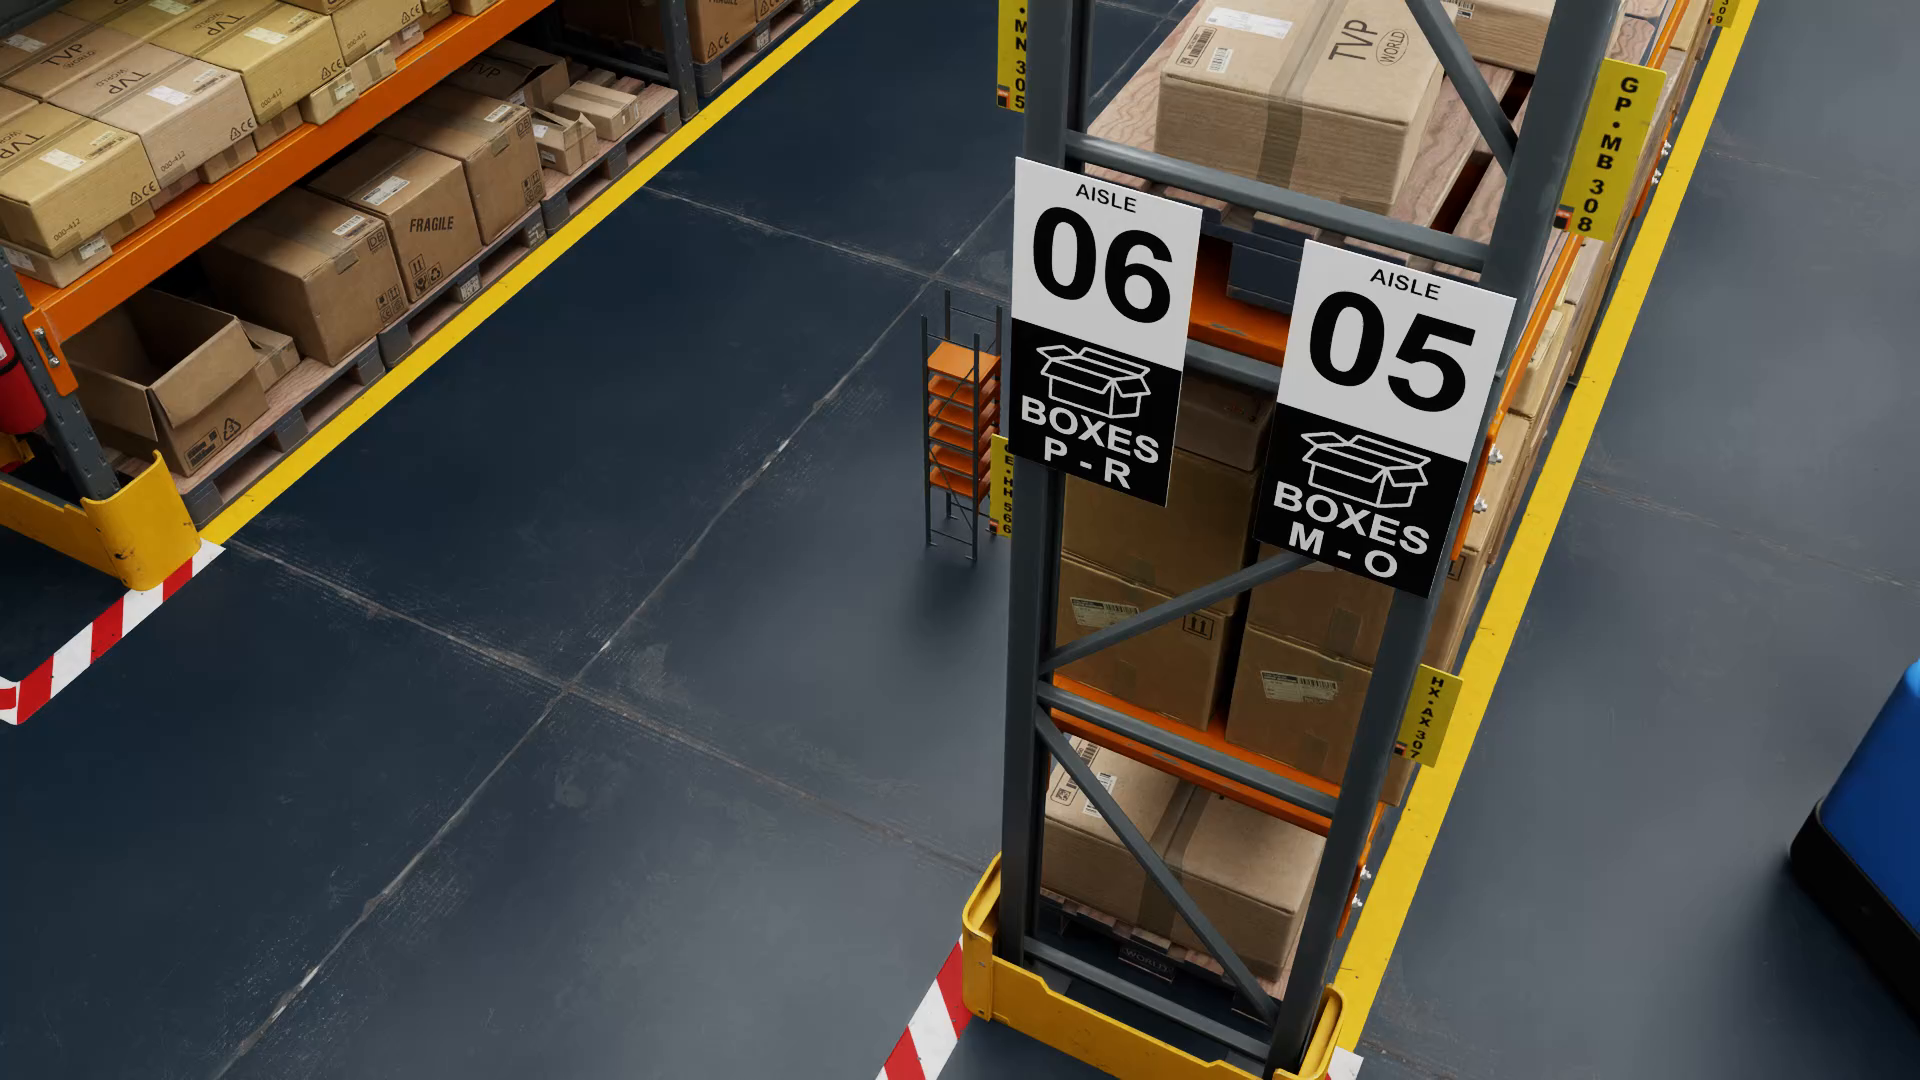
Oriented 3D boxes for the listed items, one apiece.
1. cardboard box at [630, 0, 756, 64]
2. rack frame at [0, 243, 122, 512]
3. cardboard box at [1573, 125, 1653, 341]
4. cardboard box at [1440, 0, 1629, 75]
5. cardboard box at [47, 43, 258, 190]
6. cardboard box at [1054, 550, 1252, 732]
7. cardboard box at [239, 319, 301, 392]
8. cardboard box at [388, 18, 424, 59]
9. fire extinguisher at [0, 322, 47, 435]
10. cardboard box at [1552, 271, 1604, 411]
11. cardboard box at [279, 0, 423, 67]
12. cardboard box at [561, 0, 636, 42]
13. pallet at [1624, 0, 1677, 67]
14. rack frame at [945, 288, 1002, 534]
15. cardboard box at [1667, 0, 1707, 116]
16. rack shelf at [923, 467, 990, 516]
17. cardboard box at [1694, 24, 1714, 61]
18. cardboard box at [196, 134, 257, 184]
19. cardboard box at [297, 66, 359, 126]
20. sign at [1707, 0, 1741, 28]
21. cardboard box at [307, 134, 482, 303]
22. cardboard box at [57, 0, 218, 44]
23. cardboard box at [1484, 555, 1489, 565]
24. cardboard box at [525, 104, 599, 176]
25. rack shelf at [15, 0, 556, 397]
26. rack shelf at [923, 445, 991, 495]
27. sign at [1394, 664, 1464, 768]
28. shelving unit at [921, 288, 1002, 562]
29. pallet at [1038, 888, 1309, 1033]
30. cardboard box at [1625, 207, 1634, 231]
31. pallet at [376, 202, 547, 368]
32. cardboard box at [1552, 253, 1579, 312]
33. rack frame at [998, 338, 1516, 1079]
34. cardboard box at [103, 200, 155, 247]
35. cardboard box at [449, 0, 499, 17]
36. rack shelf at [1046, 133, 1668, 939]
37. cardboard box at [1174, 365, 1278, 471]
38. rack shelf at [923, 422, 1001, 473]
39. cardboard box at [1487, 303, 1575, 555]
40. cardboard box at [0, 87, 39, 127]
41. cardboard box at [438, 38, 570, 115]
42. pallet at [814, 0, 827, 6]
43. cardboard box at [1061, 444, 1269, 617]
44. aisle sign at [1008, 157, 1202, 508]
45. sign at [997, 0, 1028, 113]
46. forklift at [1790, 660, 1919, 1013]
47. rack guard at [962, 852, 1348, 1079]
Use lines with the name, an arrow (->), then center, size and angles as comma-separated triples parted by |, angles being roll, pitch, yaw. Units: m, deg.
cardboard box -> -1.524, -3.100, 9.447 | 0.500, 0.500, 0.500 | 22, 49, 21
rack frame -> -3.804, -1.081, 5.989 | 1.000, 3.000, 0.127 | 20, 49, 19
cardboard box -> 1.765, -1.008, 5.144 | 0.500, 0.500, 0.500 | 21, 49, 19
cardboard box -> 1.302, -1.203, 3.812 | 0.380, 0.149, 0.250 | 22, 49, 20
cardboard box -> -3.121, -1.647, 6.445 | 0.500, 0.250, 0.500 | 21, 49, 19
cardboard box -> 0.583, 0.129, 4.723 | 0.500, 0.500, 0.500 | 21, 49, 19
cardboard box -> -3.205, -0.835, 7.455 | 0.380, 0.149, 0.250 | 19, 48, 18
cardboard box -> -2.604, -2.262, 7.333 | 0.380, 0.149, 0.250 | 20, 49, 19
fire extinguisher -> -3.463, -0.677, 5.907 | 0.296, 0.674, 0.183 | 20, 49, 19
cardboard box -> 1.751, -0.650, 5.493 | 0.500, 0.500, 0.500 | 22, 49, 20
cardboard box -> -2.670, -2.297, 7.087 | 0.500, 0.250, 0.500 | 19, 48, 18
cardboard box -> -1.982, -3.276, 9.621 | 0.500, 0.500, 0.500 | 20, 49, 19
pallet -> 1.494, -1.710, 4.564 | 1.003, 0.211, 1.213 | 20, 49, 19
rack frame -> 0.049, -0.489, 6.669 | 0.240, 1.200, 0.006 | 20, 49, 19
cardboard box -> 2.233, -1.645, 5.774 | 0.500, 0.500, 0.500 | 20, 49, 18
rack shelf -> 0.007, -0.231, 6.814 | 0.258, 0.103, 0.180 | 20, 49, 19
cardboard box -> 2.905, -2.271, 6.919 | 0.500, 0.250, 0.500 | 19, 48, 18
cardboard box -> -3.069, -1.600, 6.679 | 0.380, 0.149, 0.250 | 22, 49, 20
cardboard box -> -2.767, -1.904, 6.979 | 0.380, 0.149, 0.250 | 19, 48, 18
sign -> 2.943, -2.114, 6.346 | 0.100, 0.325, 0.005 | 20, 49, 19
cardboard box -> -2.671, -1.529, 7.895 | 0.500, 0.500, 0.500 | 21, 49, 20
cardboard box -> -3.352, -2.145, 6.937 | 0.500, 0.250, 0.500 | 22, 49, 20
cardboard box -> 1.281, -0.015, 4.865 | 0.500, 0.500, 0.500 | 20, 49, 19
cardboard box -> -2.112, -2.114, 8.637 | 0.396, 0.266, 0.258 | 22, 49, 20
rack shelf -> -2.876, -2.088, 7.490 | 1.077, 0.370, 4.000 | 20, 49, 19
rack shelf -> 0.007, -0.315, 6.729 | 0.258, 0.103, 0.180 | 20, 49, 19
sign -> 1.082, 0.411, 3.851 | 0.100, 0.325, 0.005 | 20, 49, 19
shelving unit -> 0.007, -0.431, 6.612 | 0.258, 1.200, 0.189 | 20, 49, 19
pallet -> 0.896, 1.007, 5.887 | 1.003, 0.211, 1.213 | 20, 49, 19
cardboard box -> 2.228, -1.297, 6.132 | 0.500, 0.500, 0.500 | 19, 48, 18
pallet -> -2.833, -1.416, 8.282 | 1.003, 0.211, 1.213 | 20, 49, 19
cardboard box -> 1.391, -0.677, 4.361 | 0.380, 0.149, 0.250 | 19, 48, 18
rack frame -> 0.594, 0.556, 4.372 | 1.000, 3.000, 0.127 | 20, 49, 19
cardboard box -> -3.332, -1.284, 6.367 | 0.380, 0.149, 0.250 | 22, 49, 20
cardboard box -> -2.312, -2.559, 7.626 | 0.380, 0.149, 0.250 | 20, 49, 18
rack shelf -> 1.522, -0.451, 5.873 | 1.077, 0.370, 4.000 | 20, 49, 19
cardboard box -> 0.583, -0.351, 4.038 | 0.380, 0.149, 0.250 | 21, 49, 20
rack shelf -> 0.007, -0.400, 6.644 | 0.258, 0.103, 0.180 | 20, 49, 19
cardboard box -> 1.302, -0.367, 4.510 | 0.500, 0.500, 0.500 | 19, 48, 18
cardboard box -> -3.826, -1.510, 6.310 | 0.500, 0.250, 0.500 | 22, 49, 20
cardboard box -> -2.464, -2.465, 8.952 | 0.500, 0.311, 0.500 | 22, 49, 20
pallet -> -1.038, -3.917, 10.752 | 1.003, 0.211, 1.213 | 20, 49, 19
cardboard box -> 0.607, -0.213, 4.358 | 0.500, 0.500, 0.500 | 22, 49, 20
aisle sign -> 0.286, -0.415, 3.503 | 0.394, 0.787, 0.004 | 20, 49, 19
sign -> 0.120, -0.970, 3.204 | 0.100, 0.325, 0.005 | 20, 49, 19
forklift -> 4.484, 0.076, 4.894 | 3.031, 2.935, 1.130 | -15, 47, -14
rack guard -> 0.583, 1.450, 5.246 | 1.175, 0.500, 0.348 | 20, 49, 19
